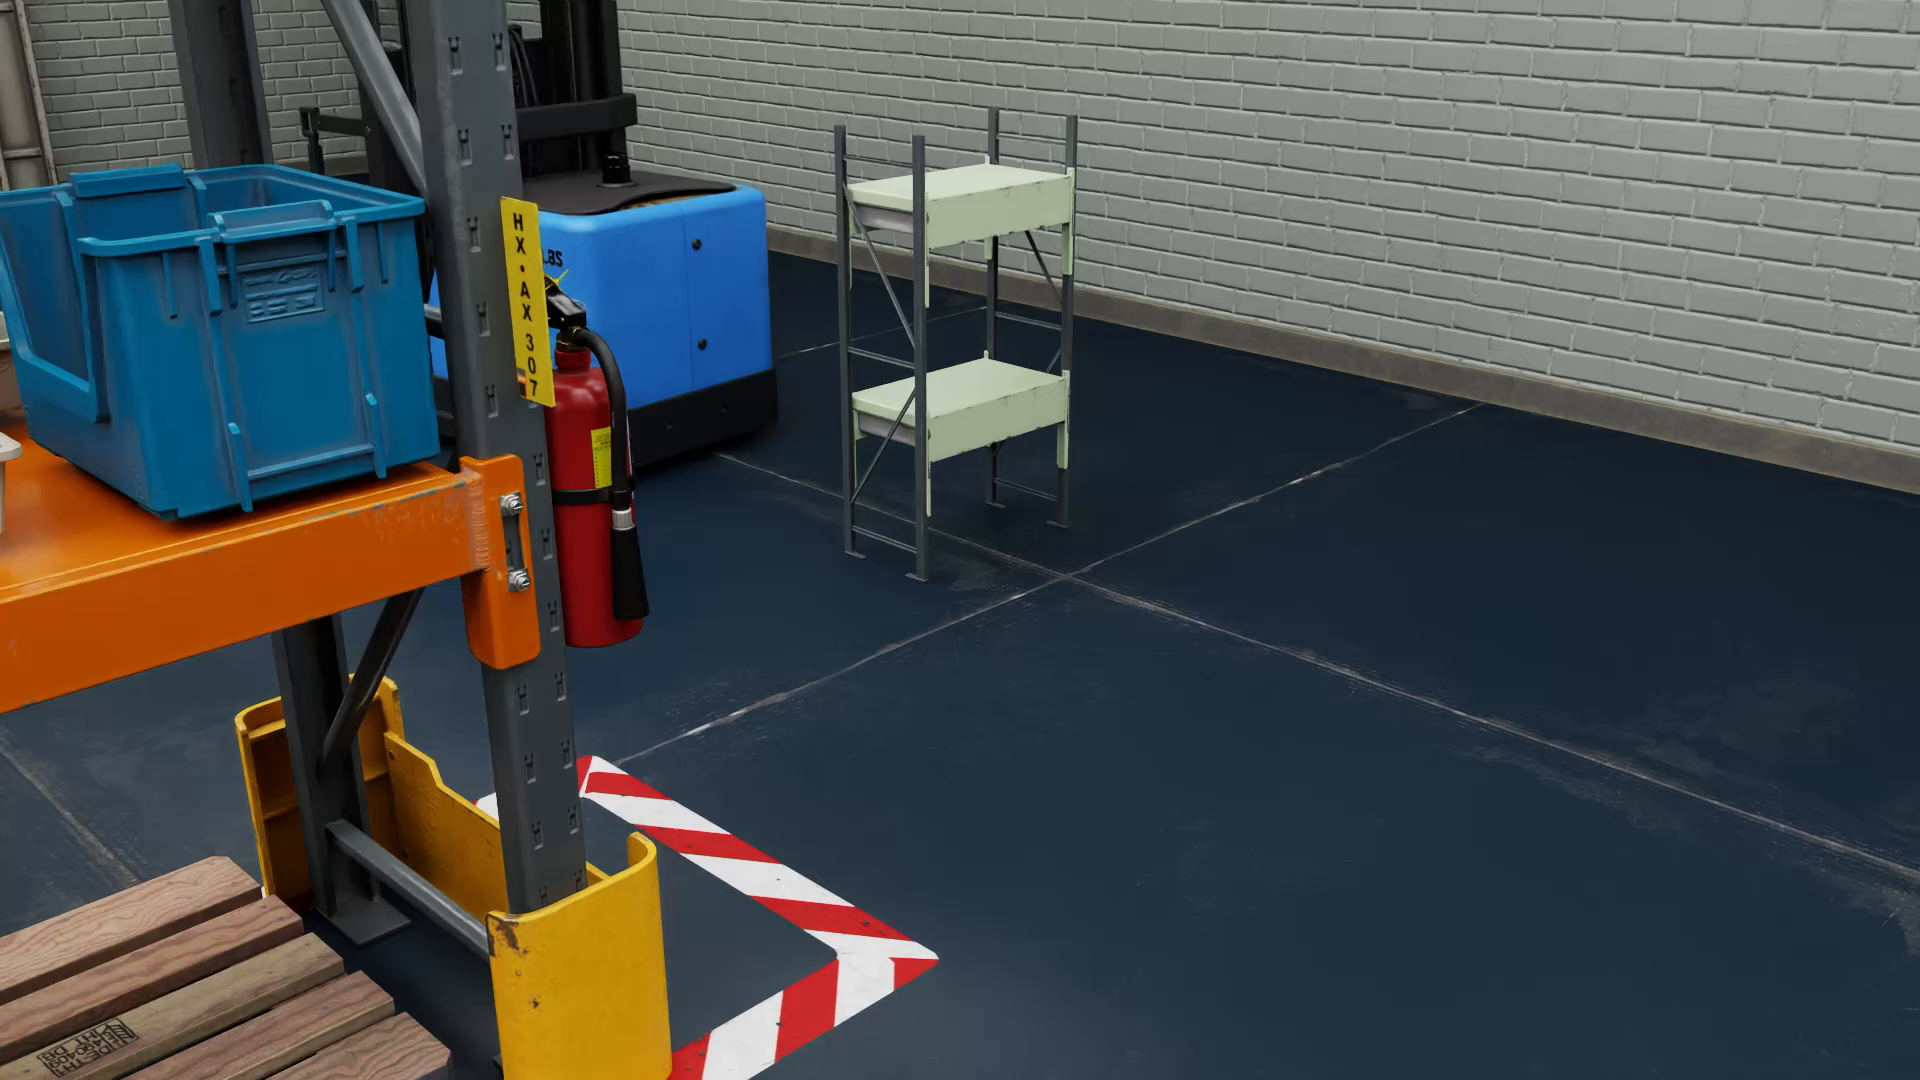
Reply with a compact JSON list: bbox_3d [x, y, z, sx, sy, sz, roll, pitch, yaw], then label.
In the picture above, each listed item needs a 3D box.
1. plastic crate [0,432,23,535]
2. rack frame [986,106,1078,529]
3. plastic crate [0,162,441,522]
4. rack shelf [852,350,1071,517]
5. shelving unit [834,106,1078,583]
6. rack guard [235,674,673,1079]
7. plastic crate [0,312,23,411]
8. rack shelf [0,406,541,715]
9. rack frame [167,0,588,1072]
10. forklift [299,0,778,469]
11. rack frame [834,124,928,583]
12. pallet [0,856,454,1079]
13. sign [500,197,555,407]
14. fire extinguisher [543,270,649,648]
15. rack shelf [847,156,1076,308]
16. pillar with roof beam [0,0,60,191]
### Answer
[{"bbox_3d":[-1.532,-0.084,2.397,0.396,0.136,0.243,19,28,41],"label":"plastic crate"},{"bbox_3d":[0.251,-0.792,6.046,0.400,1.500,0.023,19,28,41],"label":"rack frame"},{"bbox_3d":[-1.193,-0.346,2.661,0.616,0.435,0.499,19,28,41],"label":"plastic crate"},{"bbox_3d":[-0.005,-0.394,5.918,0.431,0.370,0.720,19,28,41],"label":"rack shelf"},{"bbox_3d":[-0.005,-0.698,5.801,0.431,1.500,0.755,19,28,41],"label":"shelving unit"},{"bbox_3d":[-1.086,0.723,3.497,1.175,0.500,0.348,19,28,41],"label":"rack guard"},{"bbox_3d":[-1.784,-0.297,2.949,0.250,0.136,0.298,19,28,41],"label":"plastic crate"},{"bbox_3d":[-2.488,0.415,1.816,1.077,0.370,4.000,19,28,41],"label":"rack shelf"},{"bbox_3d":[-1.093,-0.434,3.024,1.000,3.000,0.127,19,28,41],"label":"rack frame"},{"bbox_3d":[-2.255,-2.021,7.247,3.031,2.935,1.130,16,26,36],"label":"forklift"},{"bbox_3d":[-0.260,-0.604,5.556,0.400,1.500,0.023,19,28,41],"label":"rack frame"},{"bbox_3d":[-1.696,1.069,2.998,1.003,0.211,1.213,19,28,41],"label":"pallet"},{"bbox_3d":[-0.688,-0.377,2.647,0.100,0.325,0.005,19,28,41],"label":"sign"},{"bbox_3d":[-0.662,-0.149,2.910,0.296,0.674,0.183,19,28,41],"label":"fire extinguisher"},{"bbox_3d":[-0.005,-1.063,5.661,0.431,0.370,0.720,19,28,41],"label":"rack shelf"},{"bbox_3d":[-3.843,-5.547,7.964,9.100,9.000,0.400,19,28,41],"label":"pillar with roof beam"}]
